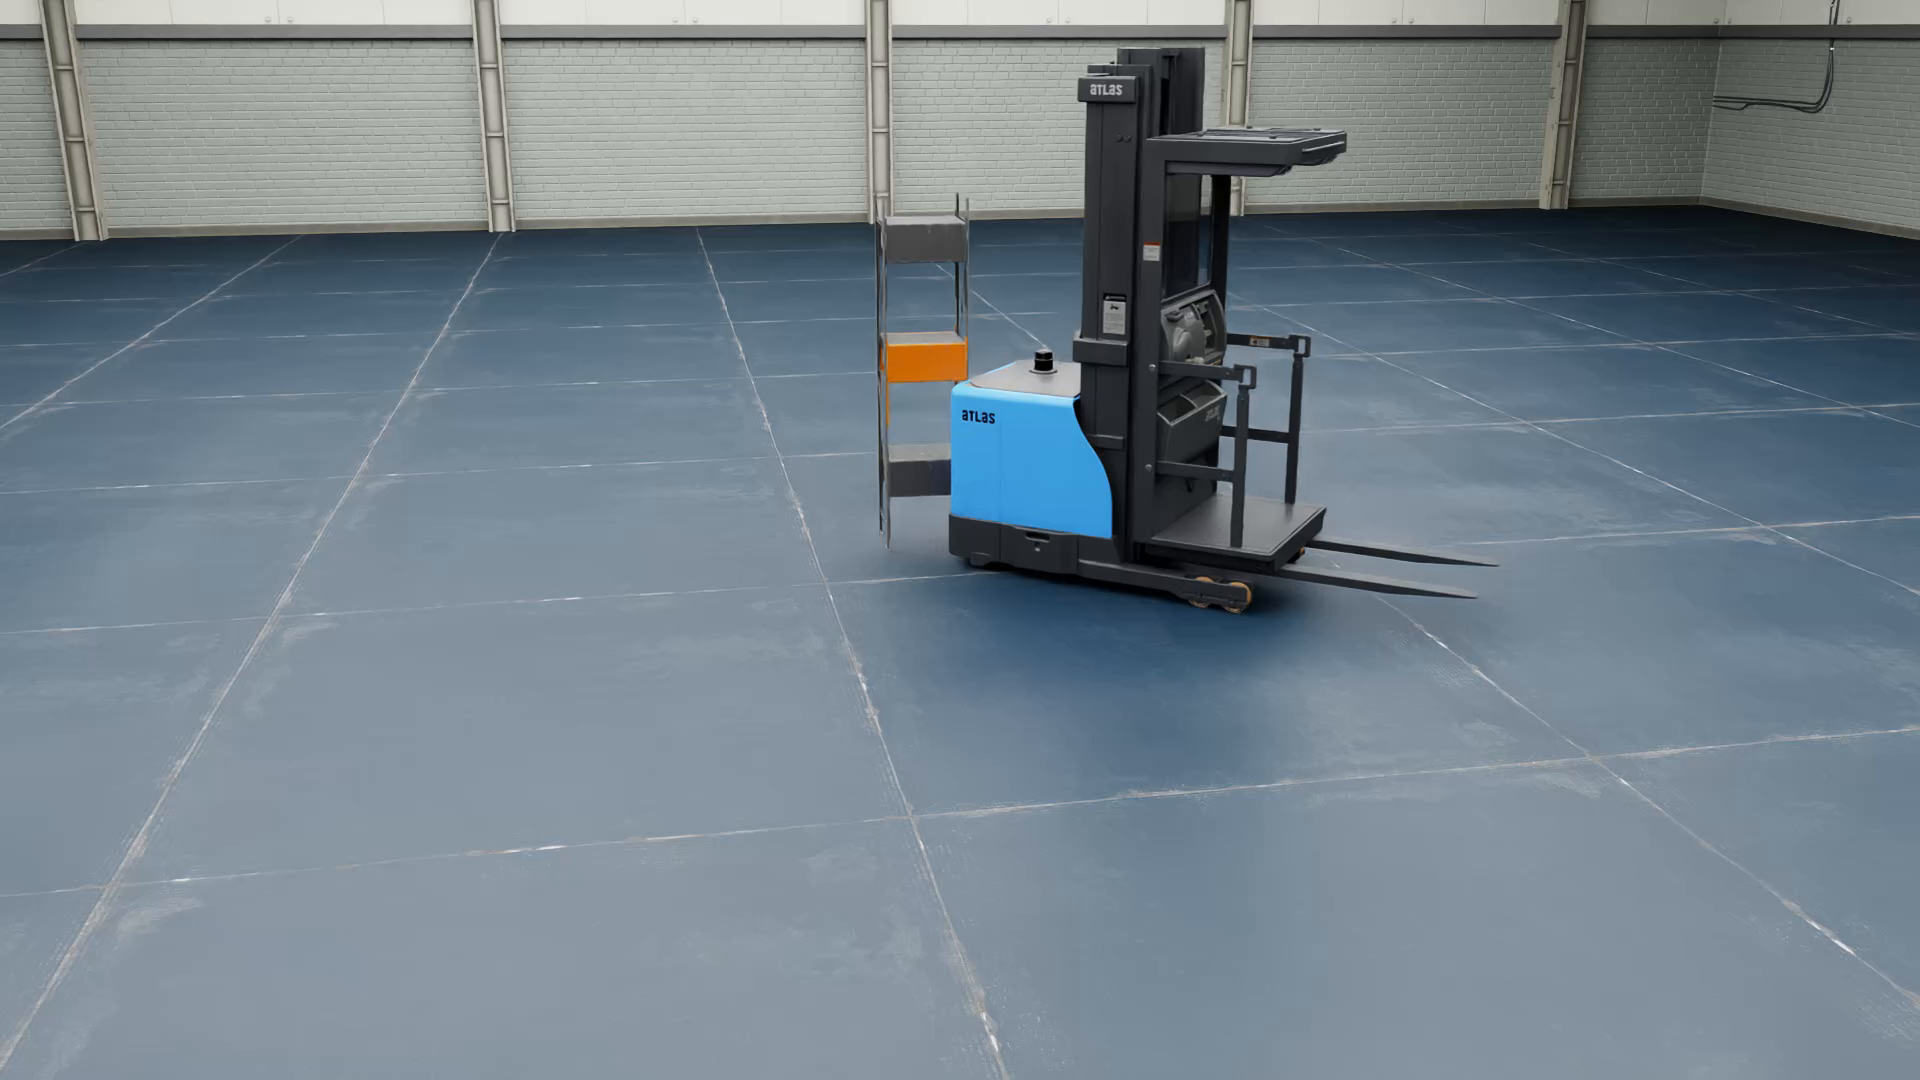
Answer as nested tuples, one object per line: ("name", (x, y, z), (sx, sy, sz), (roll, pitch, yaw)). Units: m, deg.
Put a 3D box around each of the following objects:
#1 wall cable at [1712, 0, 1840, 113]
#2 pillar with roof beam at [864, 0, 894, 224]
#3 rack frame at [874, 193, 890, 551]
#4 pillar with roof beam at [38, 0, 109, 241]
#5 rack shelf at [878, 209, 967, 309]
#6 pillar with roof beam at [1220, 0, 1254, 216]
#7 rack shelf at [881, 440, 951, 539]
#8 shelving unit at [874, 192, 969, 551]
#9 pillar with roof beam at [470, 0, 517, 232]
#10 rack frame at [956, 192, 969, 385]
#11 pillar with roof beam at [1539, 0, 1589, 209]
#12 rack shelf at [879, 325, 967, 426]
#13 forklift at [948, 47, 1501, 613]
("wall cable", (13.629, -8.468, 27.843), (0.112, 2.526, 3.097), (-3, 17, -10))
("pillar with roof beam", (-0.480, -8.260, 21.877), (0.400, 9.000, 9.100), (-3, 17, -10))
("rack frame", (-0.468, -0.995, 9.977), (0.015, 2.100, 0.400), (-3, 17, -9))
("pillar with roof beam", (-12.262, -7.591, 19.701), (0.400, 9.000, 9.100), (-3, 17, -10))
("rack shelf", (-0.227, -1.663, 9.813), (0.480, 0.518, 0.431), (-3, 17, -9))
("pillar with roof beam", (5.411, -8.594, 22.965), (0.400, 9.000, 9.100), (-3, 17, -10))
("rack shelf", (-0.227, -0.325, 10.224), (0.480, 0.518, 0.431), (-3, 17, -9))
("shelving unit", (-0.227, -1.007, 10.014), (0.503, 2.100, 0.431), (-3, 17, -9))
("pillar with roof beam", (-6.371, -7.926, 20.789), (0.400, 9.000, 9.100), (-3, 17, -10))
("rack frame", (0.014, -1.019, 10.052), (0.015, 2.100, 0.400), (-3, 17, -9))
("pillar with roof beam", (11.302, -8.928, 24.053), (0.400, 9.000, 9.100), (-3, 17, -10))
("rack shelf", (-0.227, -0.994, 10.018), (0.480, 0.518, 0.431), (-3, 17, -9))
("forklift", (1.480, -1.183, 9.172), (3.031, 2.935, 1.130), (9, 19, 26))
